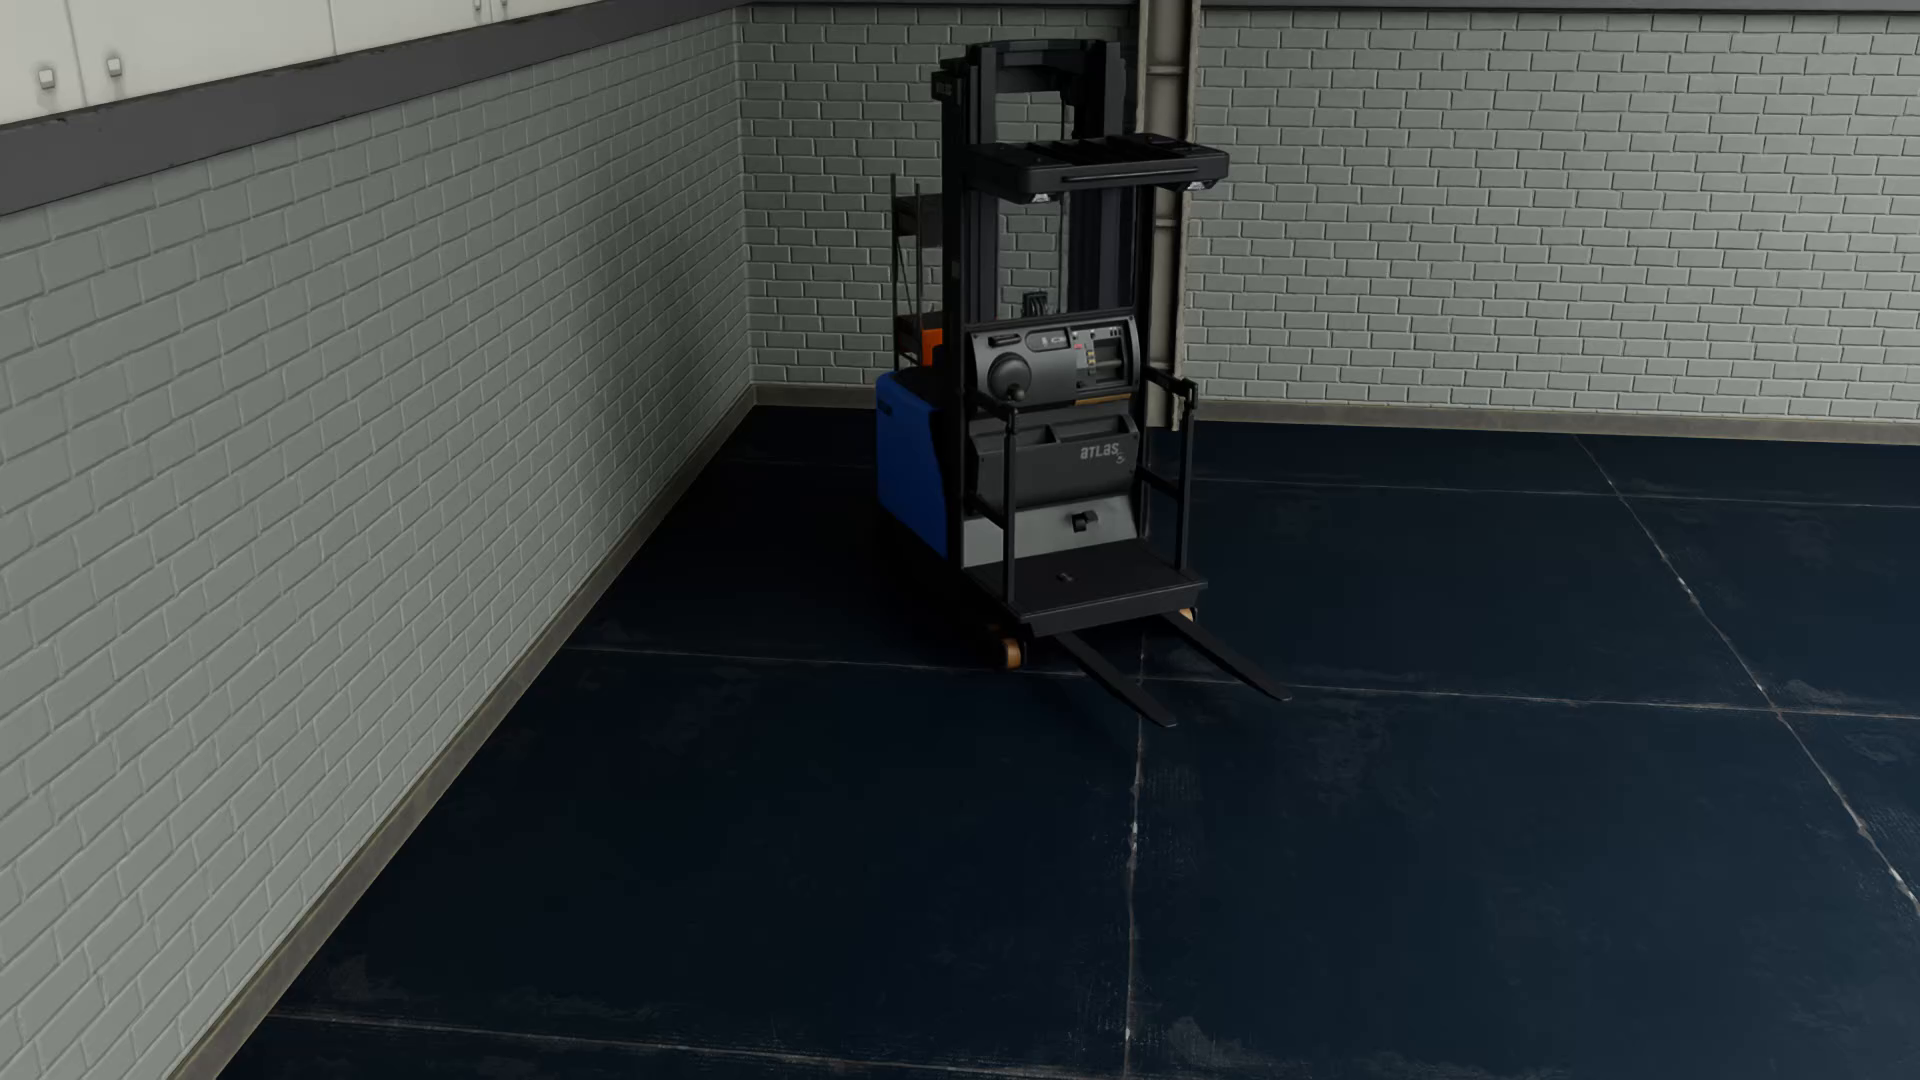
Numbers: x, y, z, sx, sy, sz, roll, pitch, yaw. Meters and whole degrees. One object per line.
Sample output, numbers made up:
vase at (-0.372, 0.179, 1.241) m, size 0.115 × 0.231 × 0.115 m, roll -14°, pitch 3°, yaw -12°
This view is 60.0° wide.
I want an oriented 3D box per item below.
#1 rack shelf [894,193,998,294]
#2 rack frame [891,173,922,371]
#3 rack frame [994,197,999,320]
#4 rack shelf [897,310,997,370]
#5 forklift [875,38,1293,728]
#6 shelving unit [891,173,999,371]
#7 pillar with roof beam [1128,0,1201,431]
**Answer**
rack shelf at (-0.087, -1.747, 9.636) m, size 0.480 × 0.518 × 0.431 m, roll -9°, pitch 23°, yaw -23°
rack frame at (-0.309, -1.072, 9.795) m, size 0.015 × 2.100 × 0.400 m, roll -9°, pitch 23°, yaw -23°
rack frame at (0.135, -1.146, 9.982) m, size 0.015 × 2.100 × 0.400 m, roll -9°, pitch 23°, yaw -23°
rack shelf at (-0.087, -1.096, 9.893) m, size 0.480 × 0.518 × 0.431 m, roll -9°, pitch 23°, yaw -23°
forklift at (0.578, -0.895, 8.218) m, size 1.130 × 2.935 × 3.031 m, roll -9°, pitch 23°, yaw -23°
shelving unit at (-0.087, -1.109, 9.888) m, size 0.503 × 2.100 × 0.431 m, roll -9°, pitch 23°, yaw -23°
pillar with roof beam at (0.883, -3.459, 6.450) m, size 0.400 × 9.000 × 9.100 m, roll 2°, pitch 22°, yaw 6°
